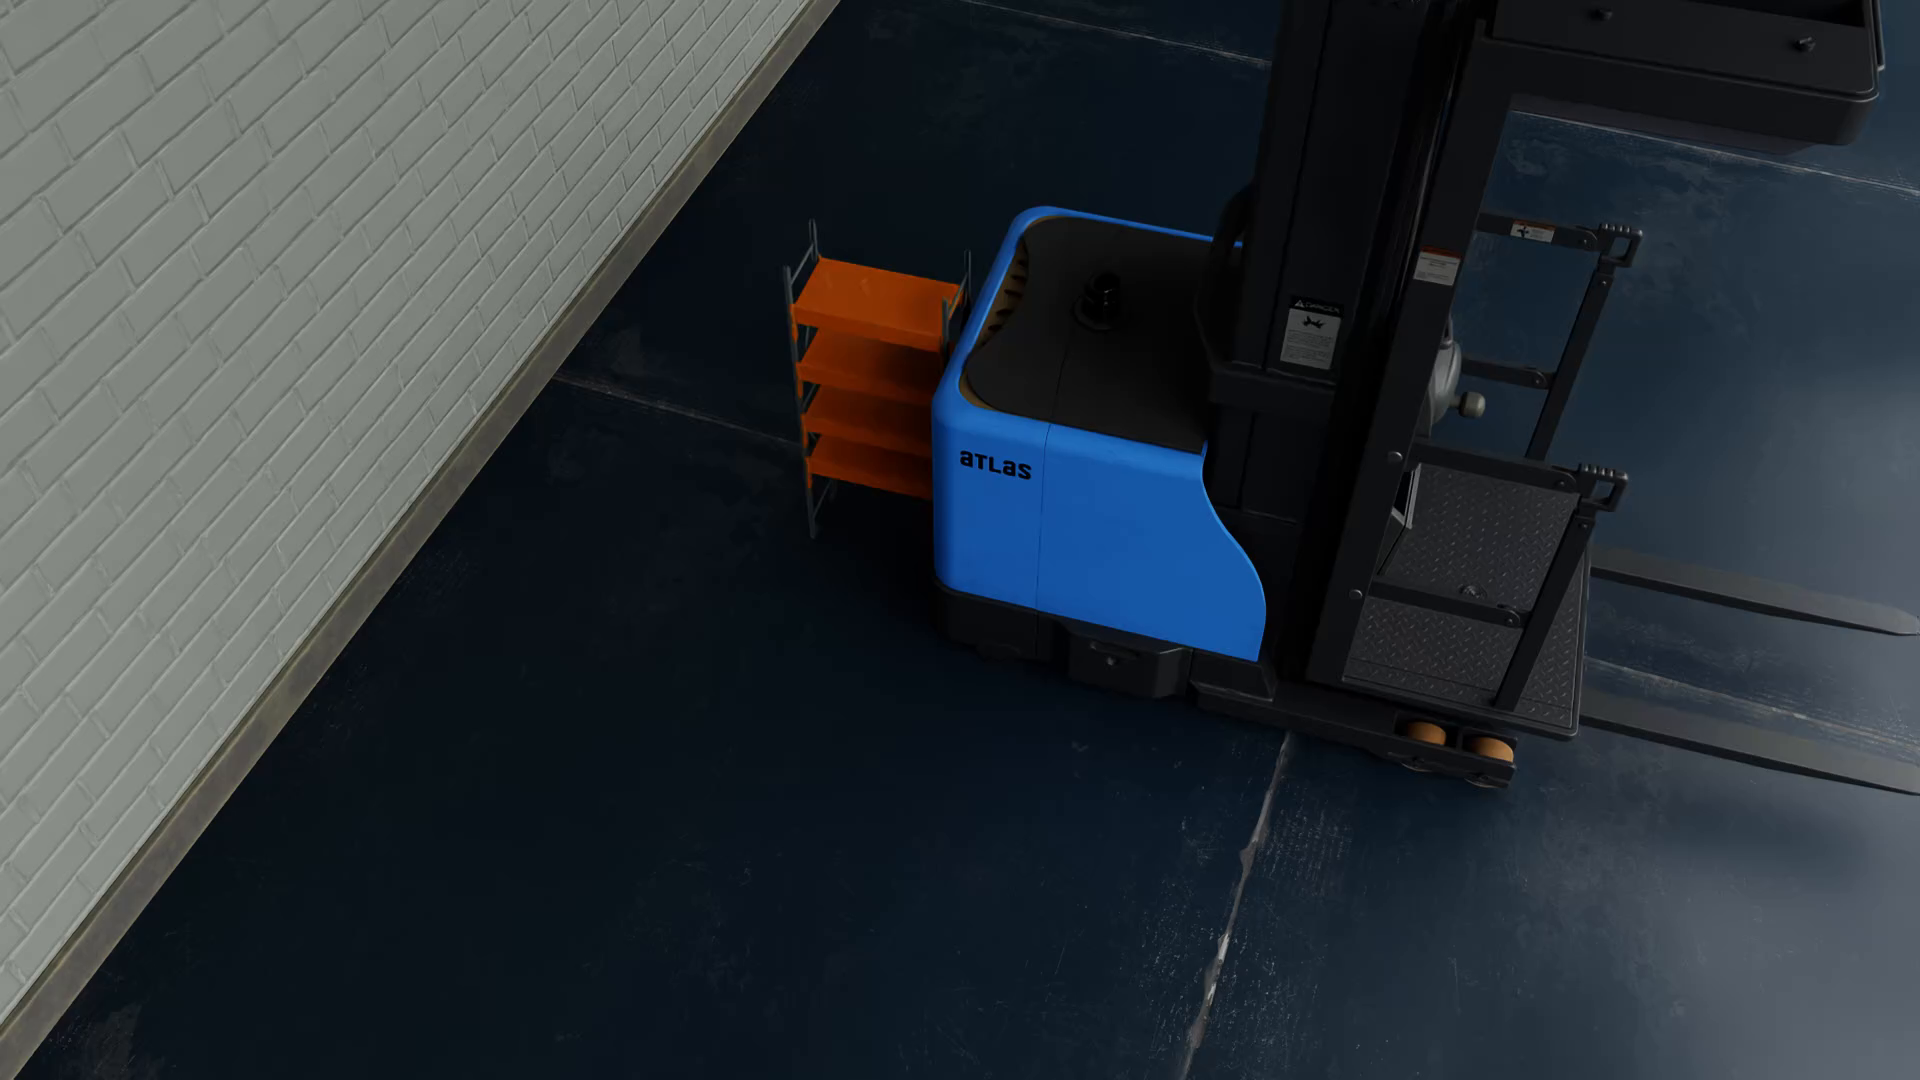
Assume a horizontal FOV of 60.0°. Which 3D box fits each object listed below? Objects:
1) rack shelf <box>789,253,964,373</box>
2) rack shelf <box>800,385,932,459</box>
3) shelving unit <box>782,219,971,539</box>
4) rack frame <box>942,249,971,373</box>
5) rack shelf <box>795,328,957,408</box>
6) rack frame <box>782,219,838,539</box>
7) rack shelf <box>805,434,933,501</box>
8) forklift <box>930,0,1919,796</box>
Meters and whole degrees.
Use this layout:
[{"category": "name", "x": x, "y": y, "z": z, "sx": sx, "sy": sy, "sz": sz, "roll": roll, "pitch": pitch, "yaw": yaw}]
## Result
[{"category": "rack shelf", "x": -0.243, "y": -0.689, "z": 5.033, "sx": 0.480, "sy": 0.148, "sz": 0.258, "roll": 13, "pitch": 50, "yaw": 11}, {"category": "rack shelf", "x": -0.243, "y": -0.388, "z": 5.381, "sx": 0.480, "sy": 0.148, "sz": 0.258, "roll": 13, "pitch": 50, "yaw": 11}, {"category": "shelving unit", "x": -0.243, "y": -0.432, "z": 5.330, "sx": 0.503, "sy": 1.200, "sz": 0.258, "roll": 13, "pitch": 50, "yaw": 11}, {"category": "rack frame", "x": -0.010, "y": -0.378, "z": 5.283, "sx": 0.015, "sy": 1.200, "sz": 0.240, "roll": 13, "pitch": 50, "yaw": 11}, {"category": "rack shelf", "x": -0.243, "y": -0.534, "z": 5.212, "sx": 0.480, "sy": 0.148, "sz": 0.258, "roll": 13, "pitch": 50, "yaw": 11}, {"category": "rack frame", "x": -0.476, "y": -0.486, "z": 5.377, "sx": 0.015, "sy": 1.200, "sz": 0.240, "roll": 13, "pitch": 50, "yaw": 11}, {"category": "rack shelf", "x": -0.243, "y": -0.258, "z": 5.531, "sx": 0.480, "sy": 0.148, "sz": 0.258, "roll": 13, "pitch": 50, "yaw": 11}, {"category": "forklift", "x": 1.479, "y": -0.656, "z": 4.379, "sx": 3.031, "sy": 2.935, "sz": 1.130, "roll": 13, "pitch": 50, "yaw": 11}]
